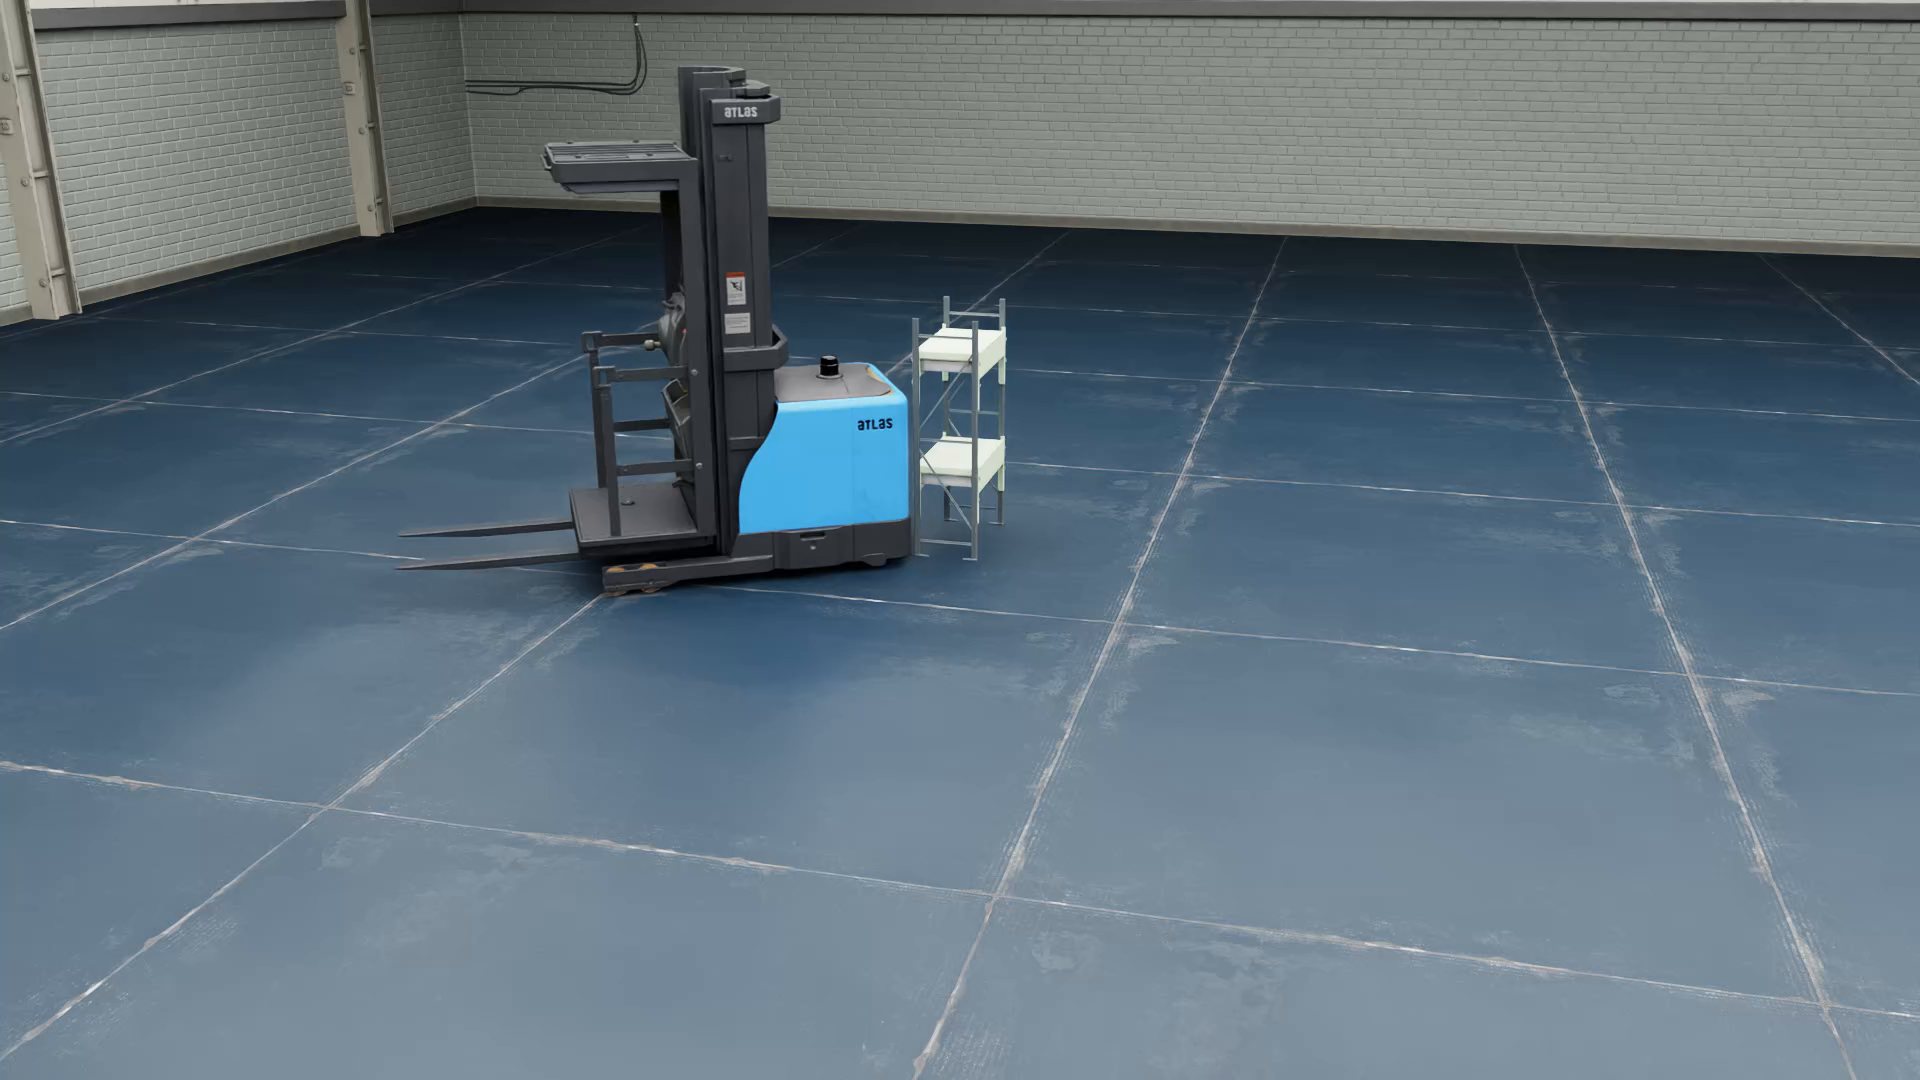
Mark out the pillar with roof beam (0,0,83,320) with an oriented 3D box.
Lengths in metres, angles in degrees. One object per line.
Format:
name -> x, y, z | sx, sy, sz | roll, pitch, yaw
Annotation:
pillar with roof beam -> -5.425, -6.307, 15.230 | 9.100, 9.000, 0.400 | 5, 19, 13

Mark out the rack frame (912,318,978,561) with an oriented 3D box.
rack frame -> -0.088, -0.597, 10.115 | 0.400, 1.500, 0.023 | 5, 19, 13

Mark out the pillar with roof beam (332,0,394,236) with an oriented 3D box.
pillar with roof beam -> -3.959, -8.187, 20.735 | 9.100, 9.000, 0.400 | 5, 19, 13

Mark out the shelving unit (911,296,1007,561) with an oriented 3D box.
shelving unit -> 0.002, -0.712, 10.451 | 0.431, 1.500, 0.755 | 5, 19, 13

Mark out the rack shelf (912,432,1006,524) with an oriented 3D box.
rack shelf -> 0.002, -0.403, 10.557 | 0.431, 0.370, 0.720 | 5, 19, 13

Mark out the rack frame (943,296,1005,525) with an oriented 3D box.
rack frame -> 0.091, -0.827, 10.787 | 0.400, 1.500, 0.023 | 5, 19, 13

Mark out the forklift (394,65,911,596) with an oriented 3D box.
forklift -> -1.876, -1.250, 9.813 | 3.031, 2.935, 1.130 | -5, 20, -15

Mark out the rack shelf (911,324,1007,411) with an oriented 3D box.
rack shelf -> 0.002, -1.081, 10.325 | 0.431, 0.370, 0.720 | 5, 19, 13

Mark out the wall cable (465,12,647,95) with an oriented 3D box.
wall cable -> -6.131, -7.877, 24.630 | 3.097, 2.526, 0.112 | 5, 19, 13
